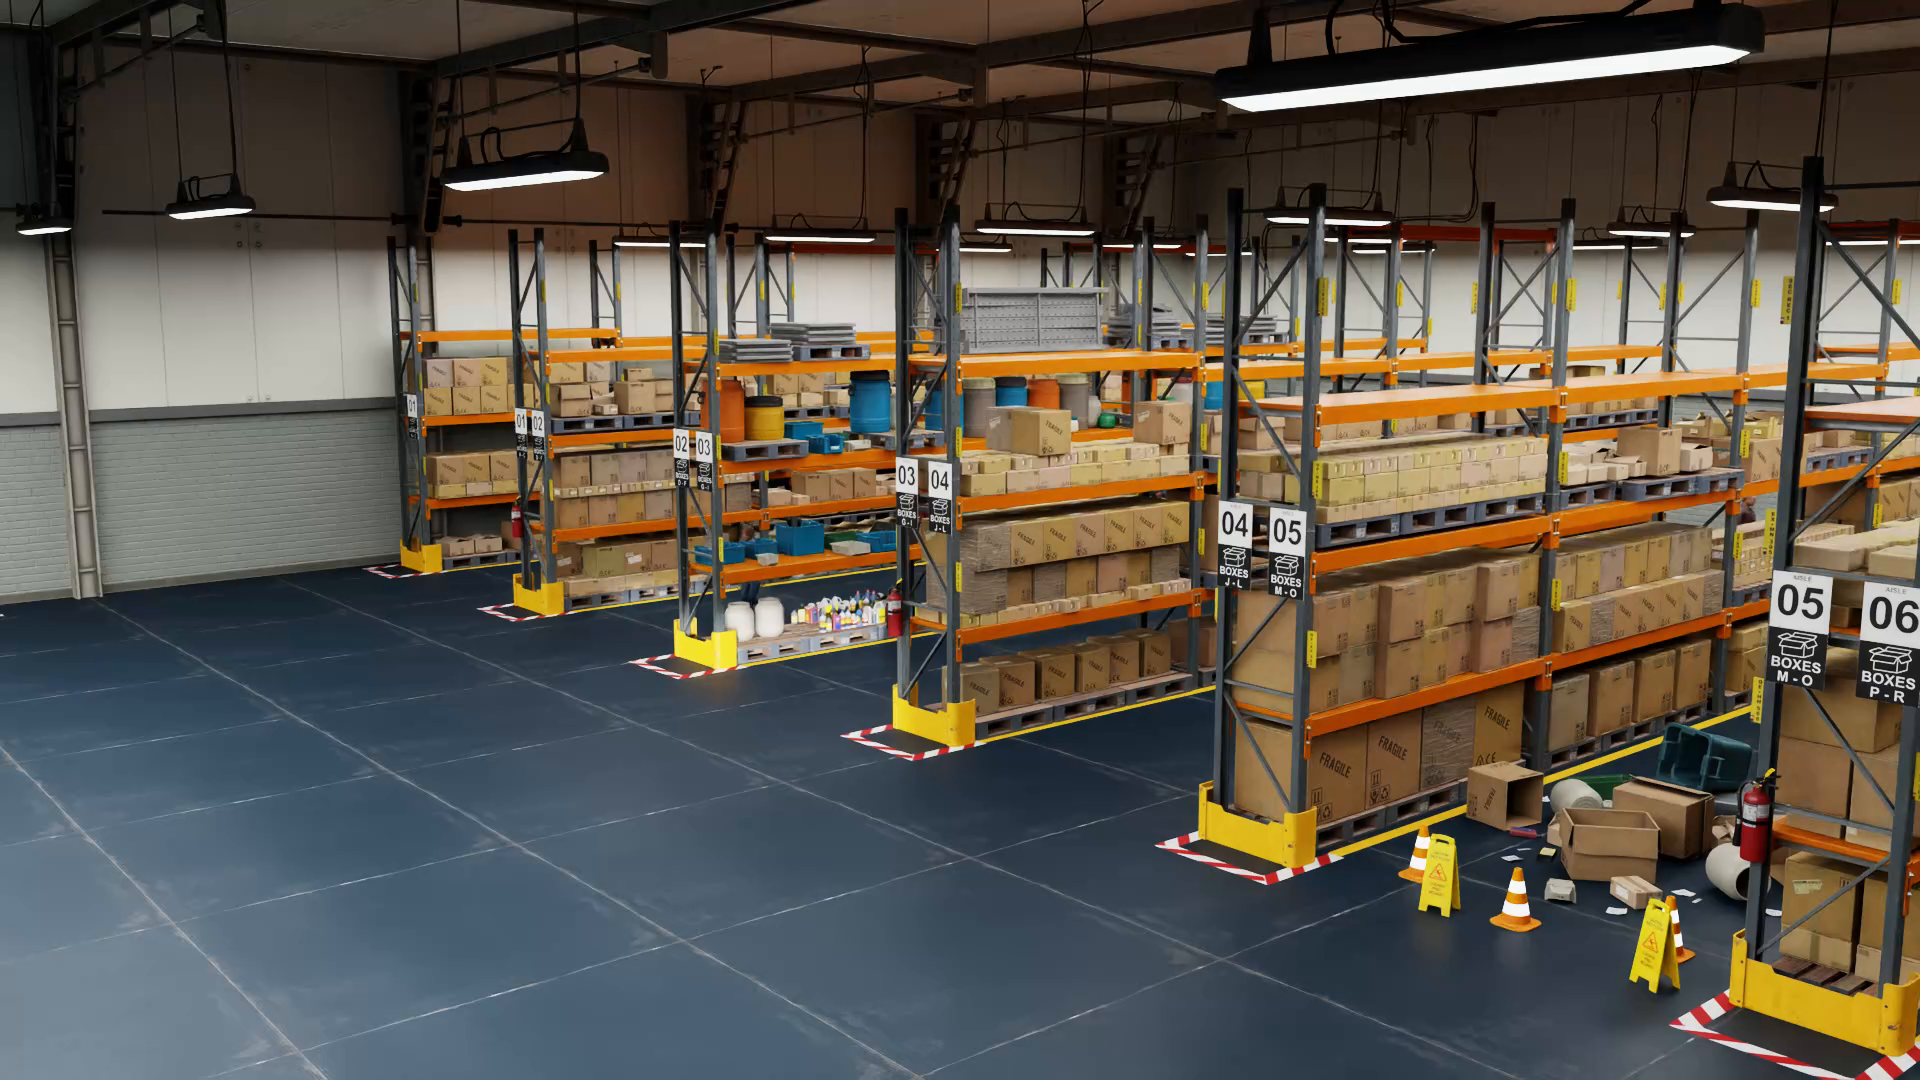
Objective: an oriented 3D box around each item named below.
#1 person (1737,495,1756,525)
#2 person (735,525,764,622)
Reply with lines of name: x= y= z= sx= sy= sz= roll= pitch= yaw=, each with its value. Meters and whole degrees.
person: x=12.910 y=0.114 z=27.393 sx=0.590 sy=1.793 sz=0.644 roll=6 pitch=11 yaw=34
person: x=-3.120 y=0.539 z=25.210 sx=0.502 sy=1.581 sz=0.480 roll=7 pitch=11 yaw=38
